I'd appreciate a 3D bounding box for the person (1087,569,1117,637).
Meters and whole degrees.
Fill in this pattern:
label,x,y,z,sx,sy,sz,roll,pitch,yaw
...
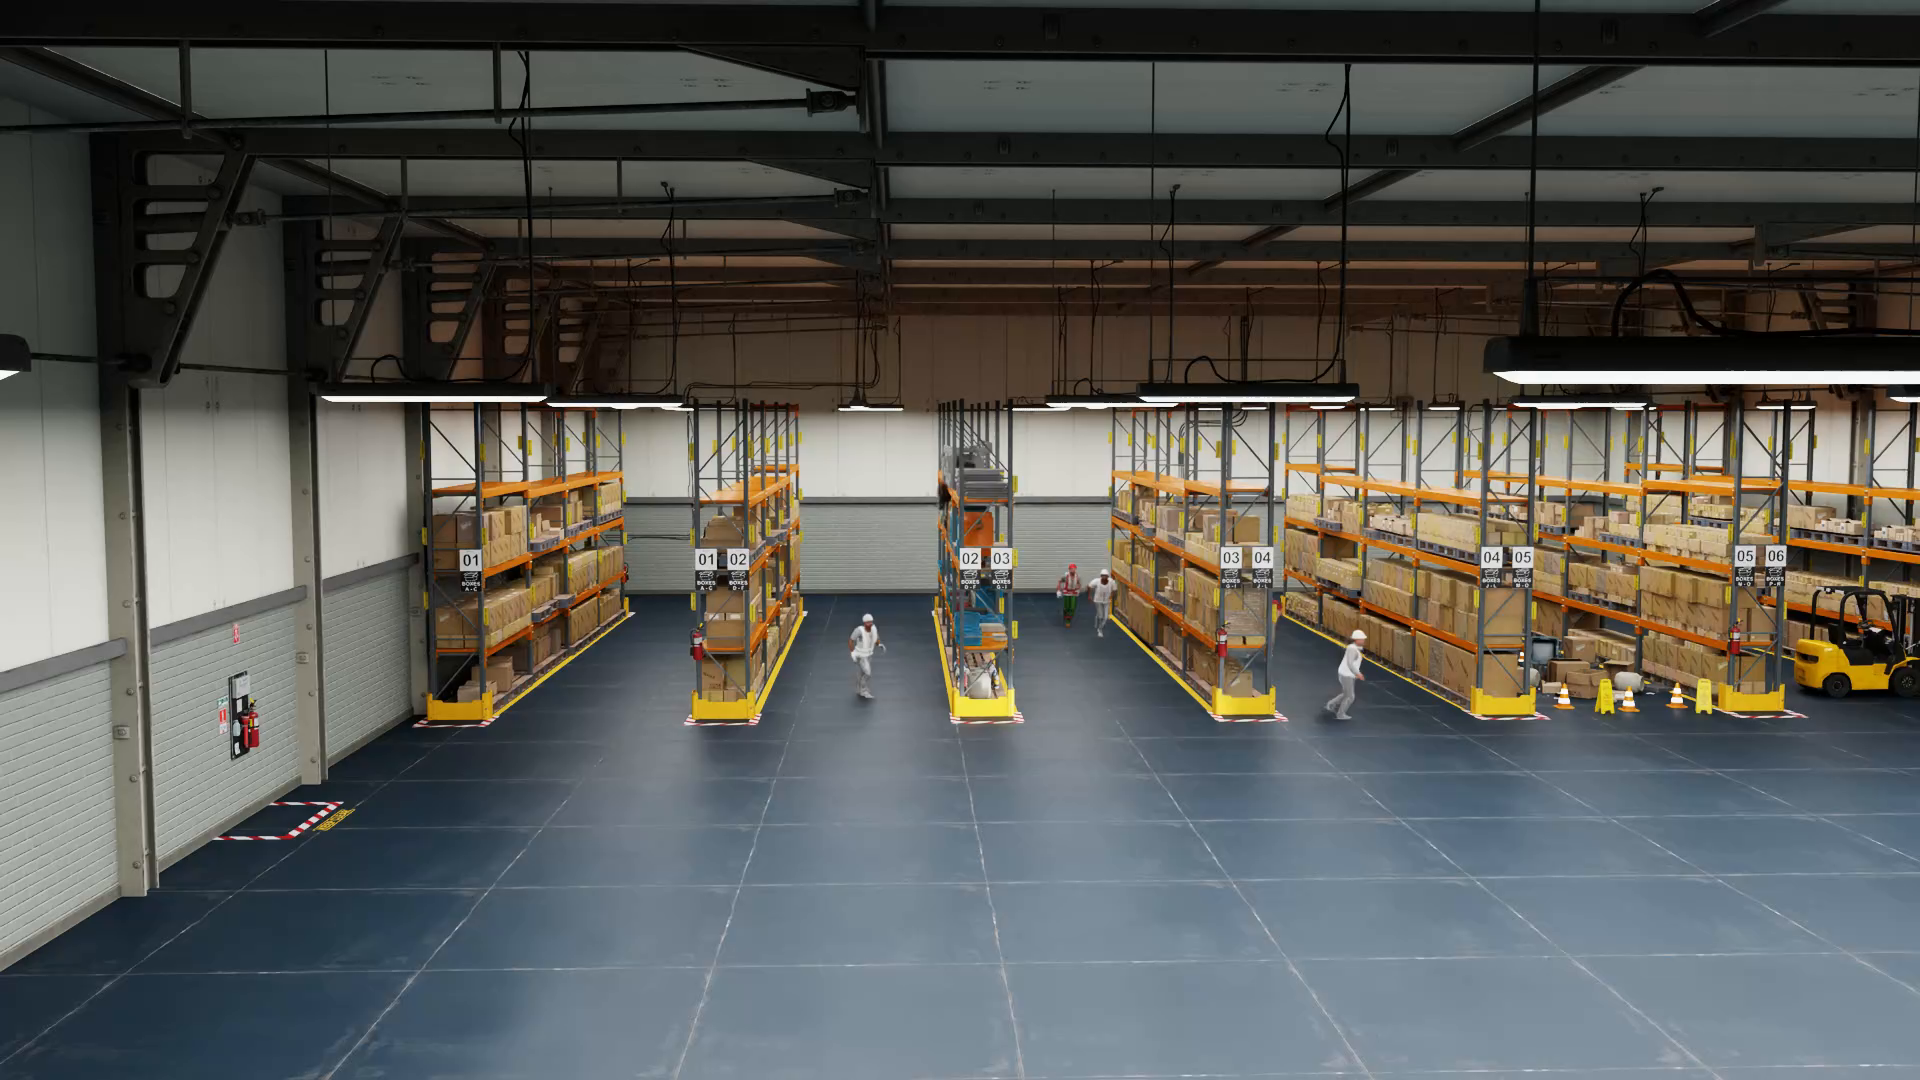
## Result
label,x,y,z,sx,sy,sz,roll,pitch,yaw
person,3.485,1.536,40.535,0.681,1.672,0.674,-1,4,-12

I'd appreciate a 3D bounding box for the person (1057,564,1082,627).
label,x,y,z,sx,sy,sz,roll,pitch,yaw
person,2.941,1.482,44.667,0.657,1.713,0.705,-1,5,-19

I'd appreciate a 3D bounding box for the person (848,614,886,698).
label,x,y,z,sx,sy,sz,roll,pitch,yaw
person,-1.885,2.341,33.635,0.848,1.737,0.694,3,5,34

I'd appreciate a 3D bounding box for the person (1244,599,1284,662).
label,x,y,z,sx,sy,sz,roll,pitch,yaw
person,7.056,1.977,38.576,0.891,1.685,0.543,1,4,7

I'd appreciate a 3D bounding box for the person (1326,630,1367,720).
label,x,y,z,sx,sy,sz,roll,pitch,yaw
person,7.210,2.516,31.052,0.776,1.701,0.621,2,5,20
